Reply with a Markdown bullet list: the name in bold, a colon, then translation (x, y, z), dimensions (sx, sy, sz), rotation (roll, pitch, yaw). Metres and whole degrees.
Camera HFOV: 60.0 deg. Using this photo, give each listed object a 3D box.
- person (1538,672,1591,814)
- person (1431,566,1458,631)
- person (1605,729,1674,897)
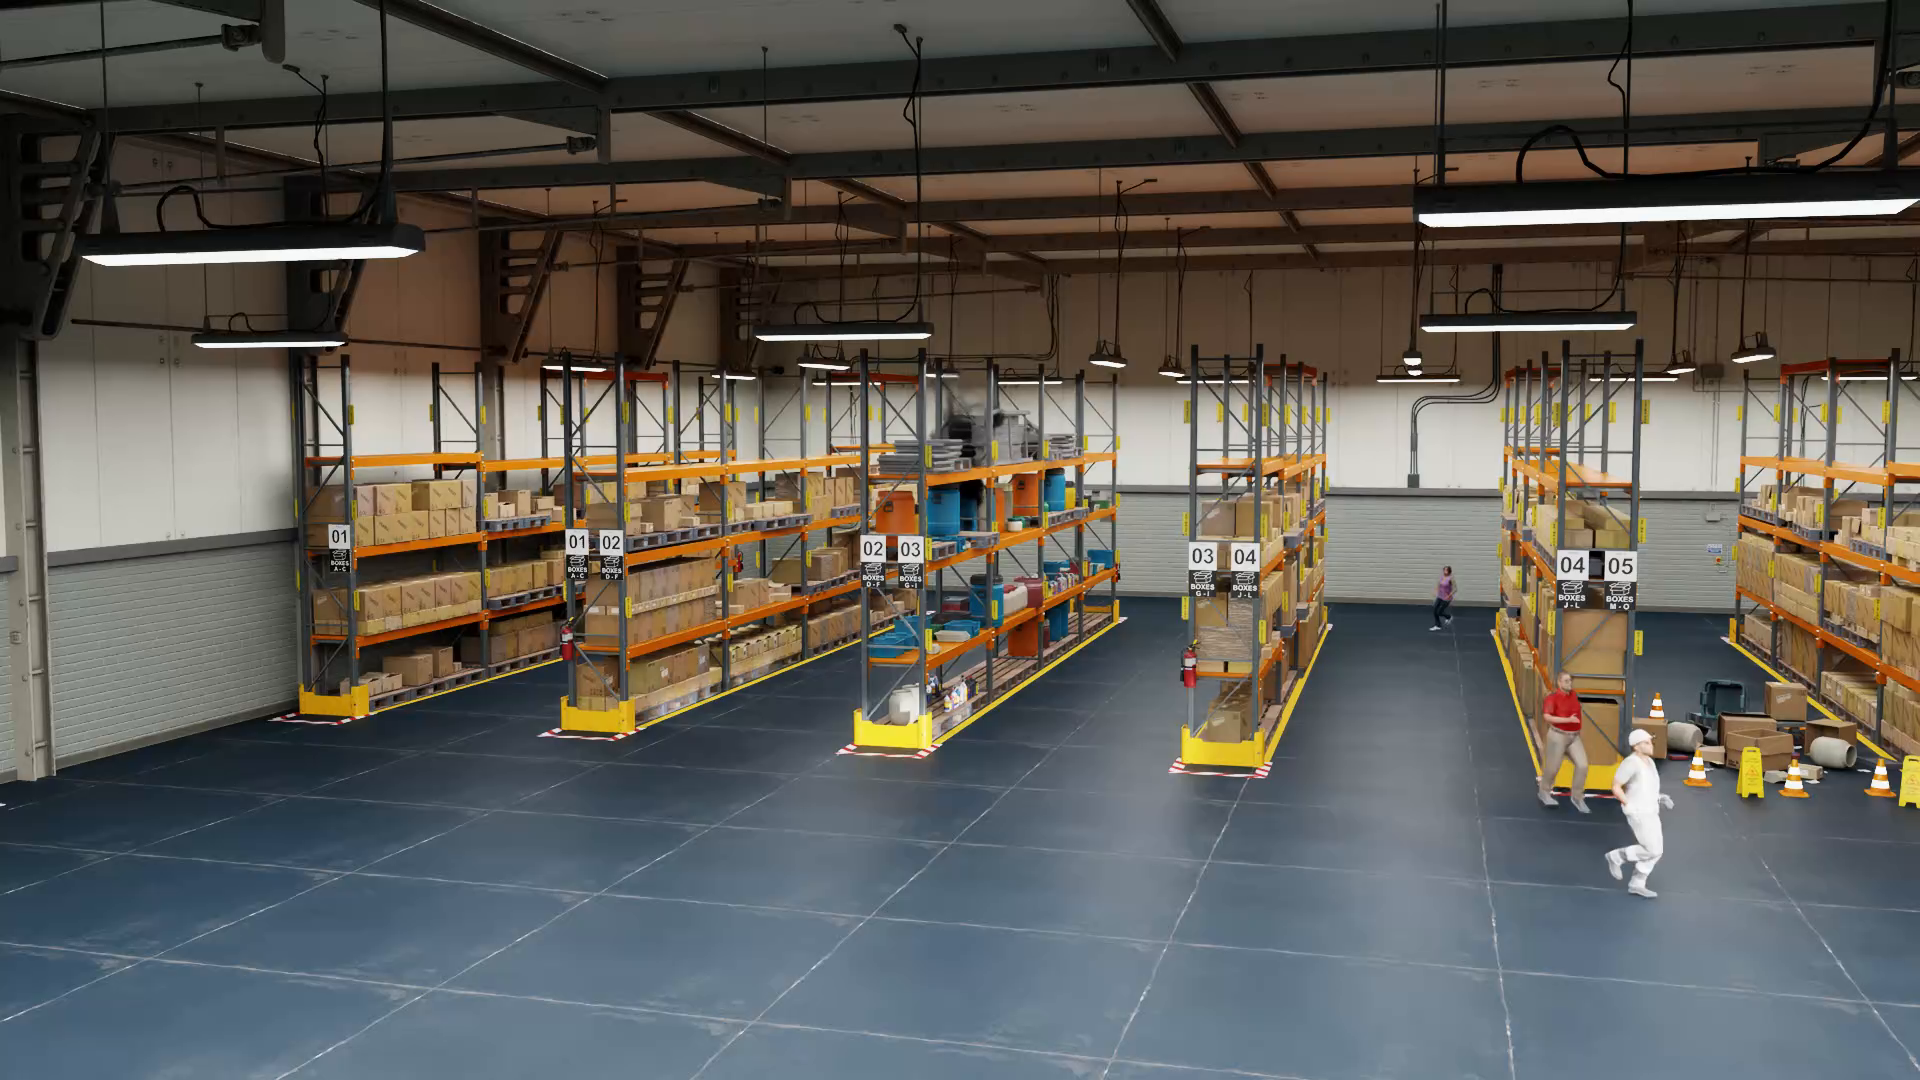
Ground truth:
- **person**: translation (7.663, 2.568, 21.074), dimensions (0.677, 1.794, 0.743), rotation (-2, 5, -21)
- **person**: translation (11.279, 1.353, 38.583), dimensions (0.510, 1.536, 0.582), rotation (-3, 5, -31)
- **person**: translation (7.084, 2.837, 17.341), dimensions (0.658, 1.738, 0.601), rotation (-4, 6, -41)
